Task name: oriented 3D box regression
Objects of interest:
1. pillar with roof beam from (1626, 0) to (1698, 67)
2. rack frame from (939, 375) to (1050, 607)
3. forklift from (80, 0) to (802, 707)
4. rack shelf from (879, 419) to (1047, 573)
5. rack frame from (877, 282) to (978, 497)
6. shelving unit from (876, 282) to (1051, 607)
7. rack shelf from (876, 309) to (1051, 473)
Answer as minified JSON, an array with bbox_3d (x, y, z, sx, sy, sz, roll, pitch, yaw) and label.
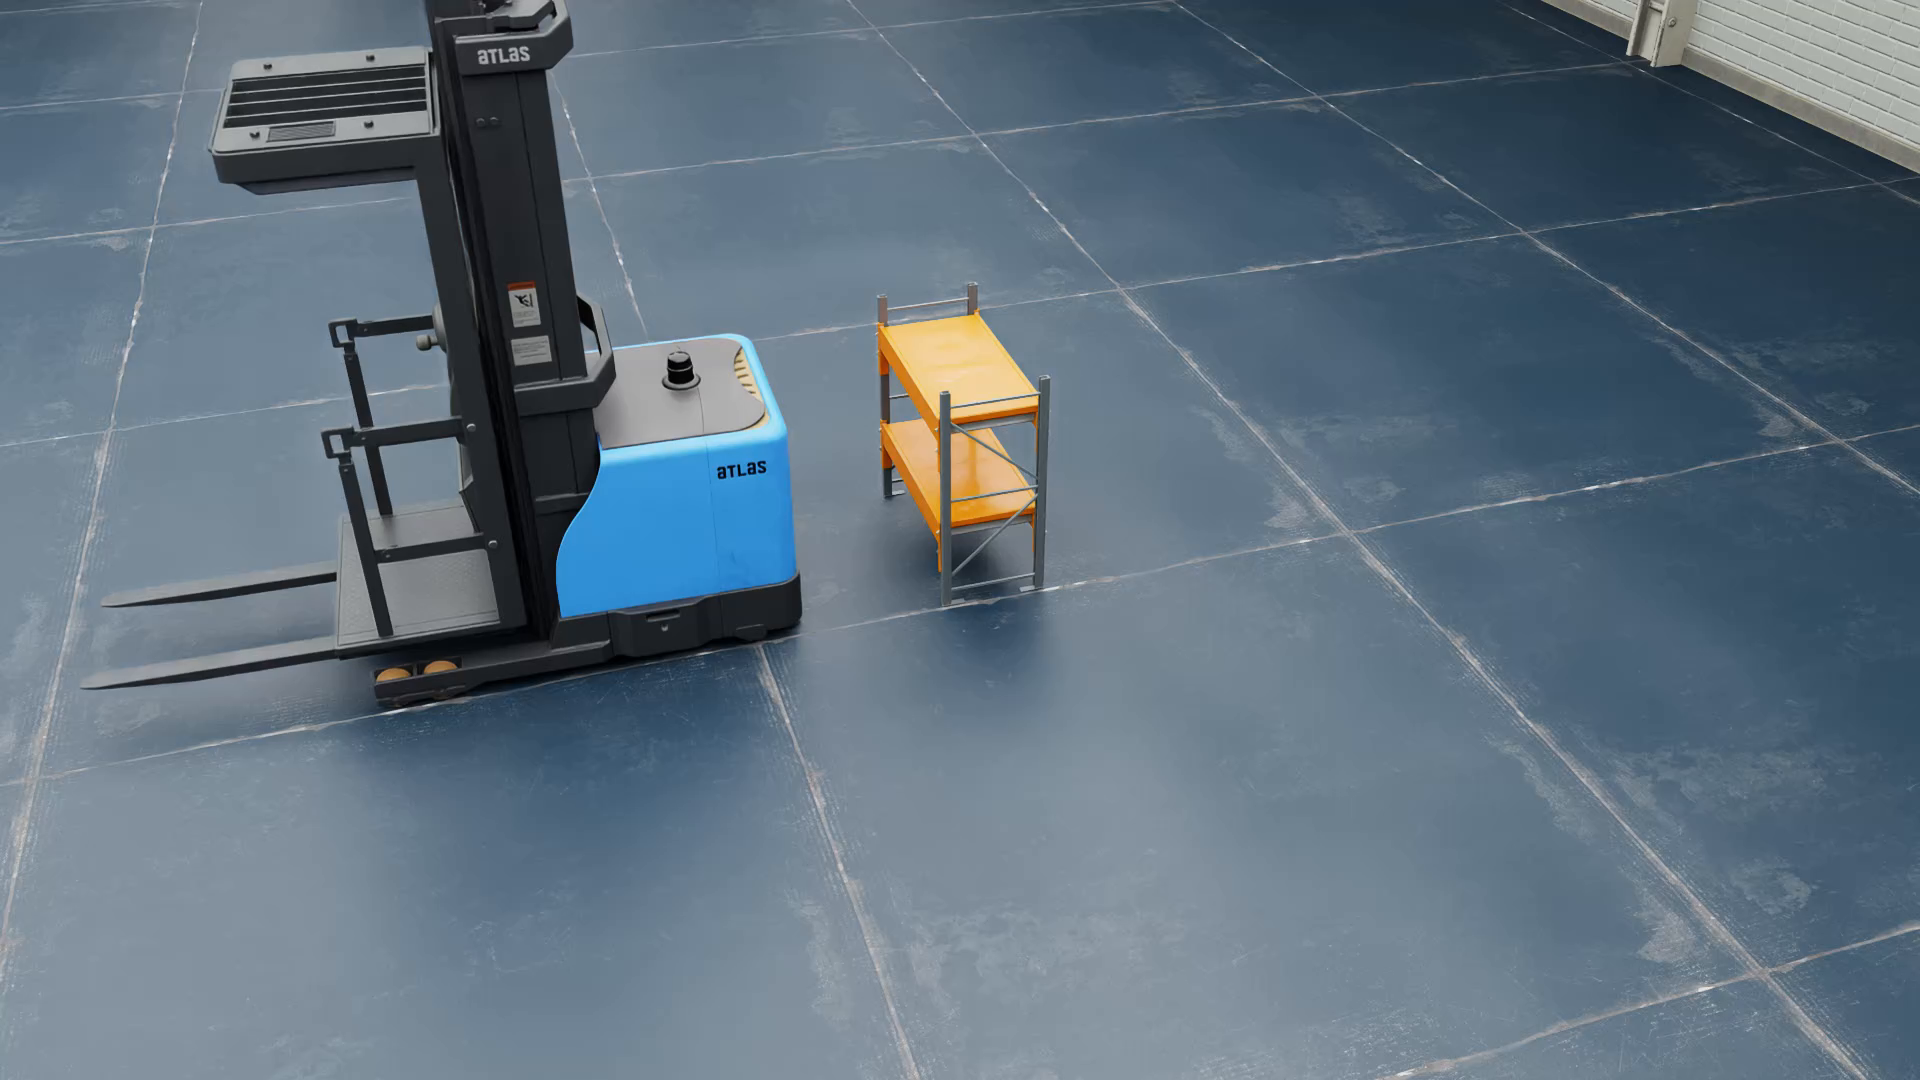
[{"bbox_3d":[2.031,-7.279,11.103,9.100,9.000,0.400,-10,35,-15],"label":"pillar with roof beam"},{"bbox_3d":[0.153,-0.206,7.541,0.500,1.125,0.032,-10,35,-15],"label":"rack frame"},{"bbox_3d":[-2.297,-0.828,6.845,3.031,2.935,1.130,-9,35,-13],"label":"forklift"},{"bbox_3d":[-0.002,-0.269,8.080,0.538,0.278,1.000,-10,35,-15],"label":"rack shelf"},{"bbox_3d":[-0.157,-0.740,8.349,0.500,1.125,0.032,-10,35,-15],"label":"rack frame"},{"bbox_3d":[-0.002,-0.473,7.945,0.538,1.125,1.048,-10,35,-15],"label":"shelving unit"},{"bbox_3d":[-0.002,-0.717,7.784,0.538,0.278,1.000,-10,35,-15],"label":"rack shelf"}]
